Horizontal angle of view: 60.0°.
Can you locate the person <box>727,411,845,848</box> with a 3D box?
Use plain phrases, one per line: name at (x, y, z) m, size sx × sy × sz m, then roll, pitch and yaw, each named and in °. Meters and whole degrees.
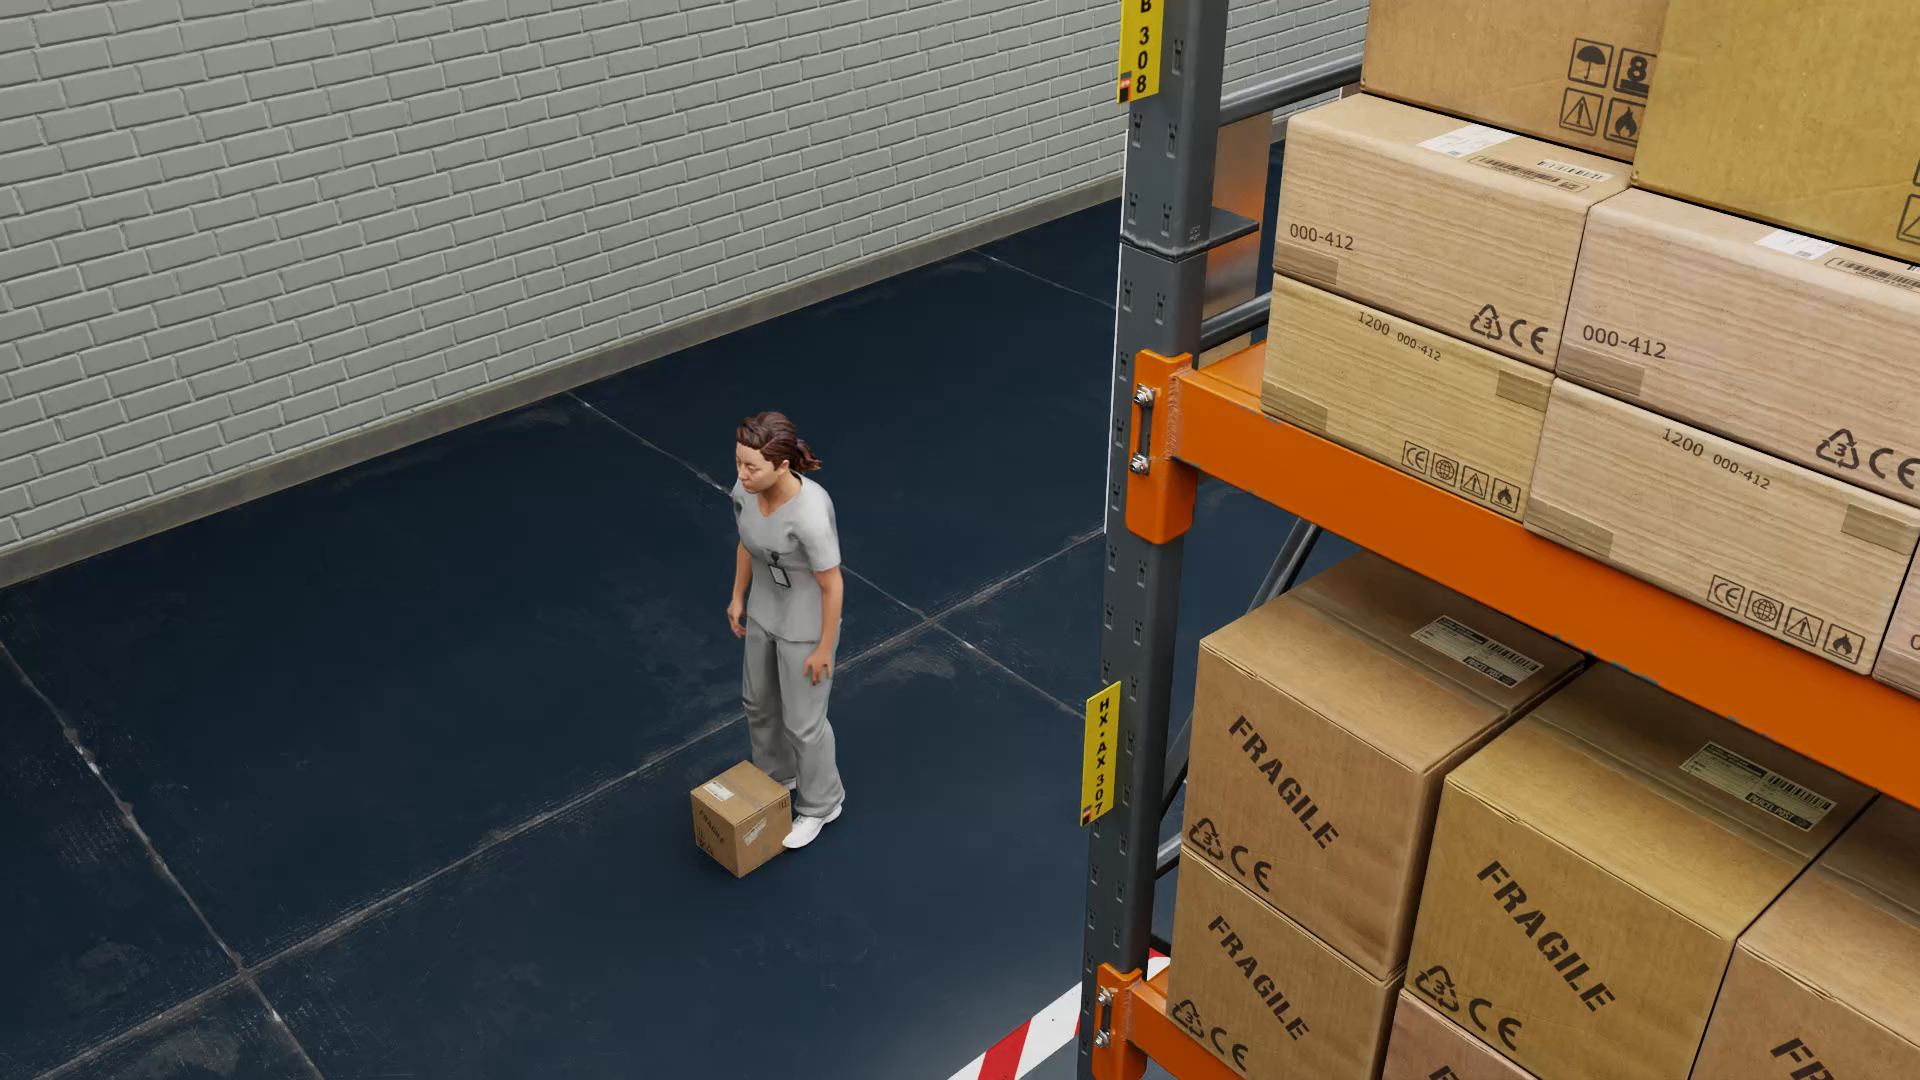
person at (-0.596, 0.291, 5.668) m, size 0.512 × 1.673 × 0.353 m, roll 27°, pitch 41°, yaw 37°
